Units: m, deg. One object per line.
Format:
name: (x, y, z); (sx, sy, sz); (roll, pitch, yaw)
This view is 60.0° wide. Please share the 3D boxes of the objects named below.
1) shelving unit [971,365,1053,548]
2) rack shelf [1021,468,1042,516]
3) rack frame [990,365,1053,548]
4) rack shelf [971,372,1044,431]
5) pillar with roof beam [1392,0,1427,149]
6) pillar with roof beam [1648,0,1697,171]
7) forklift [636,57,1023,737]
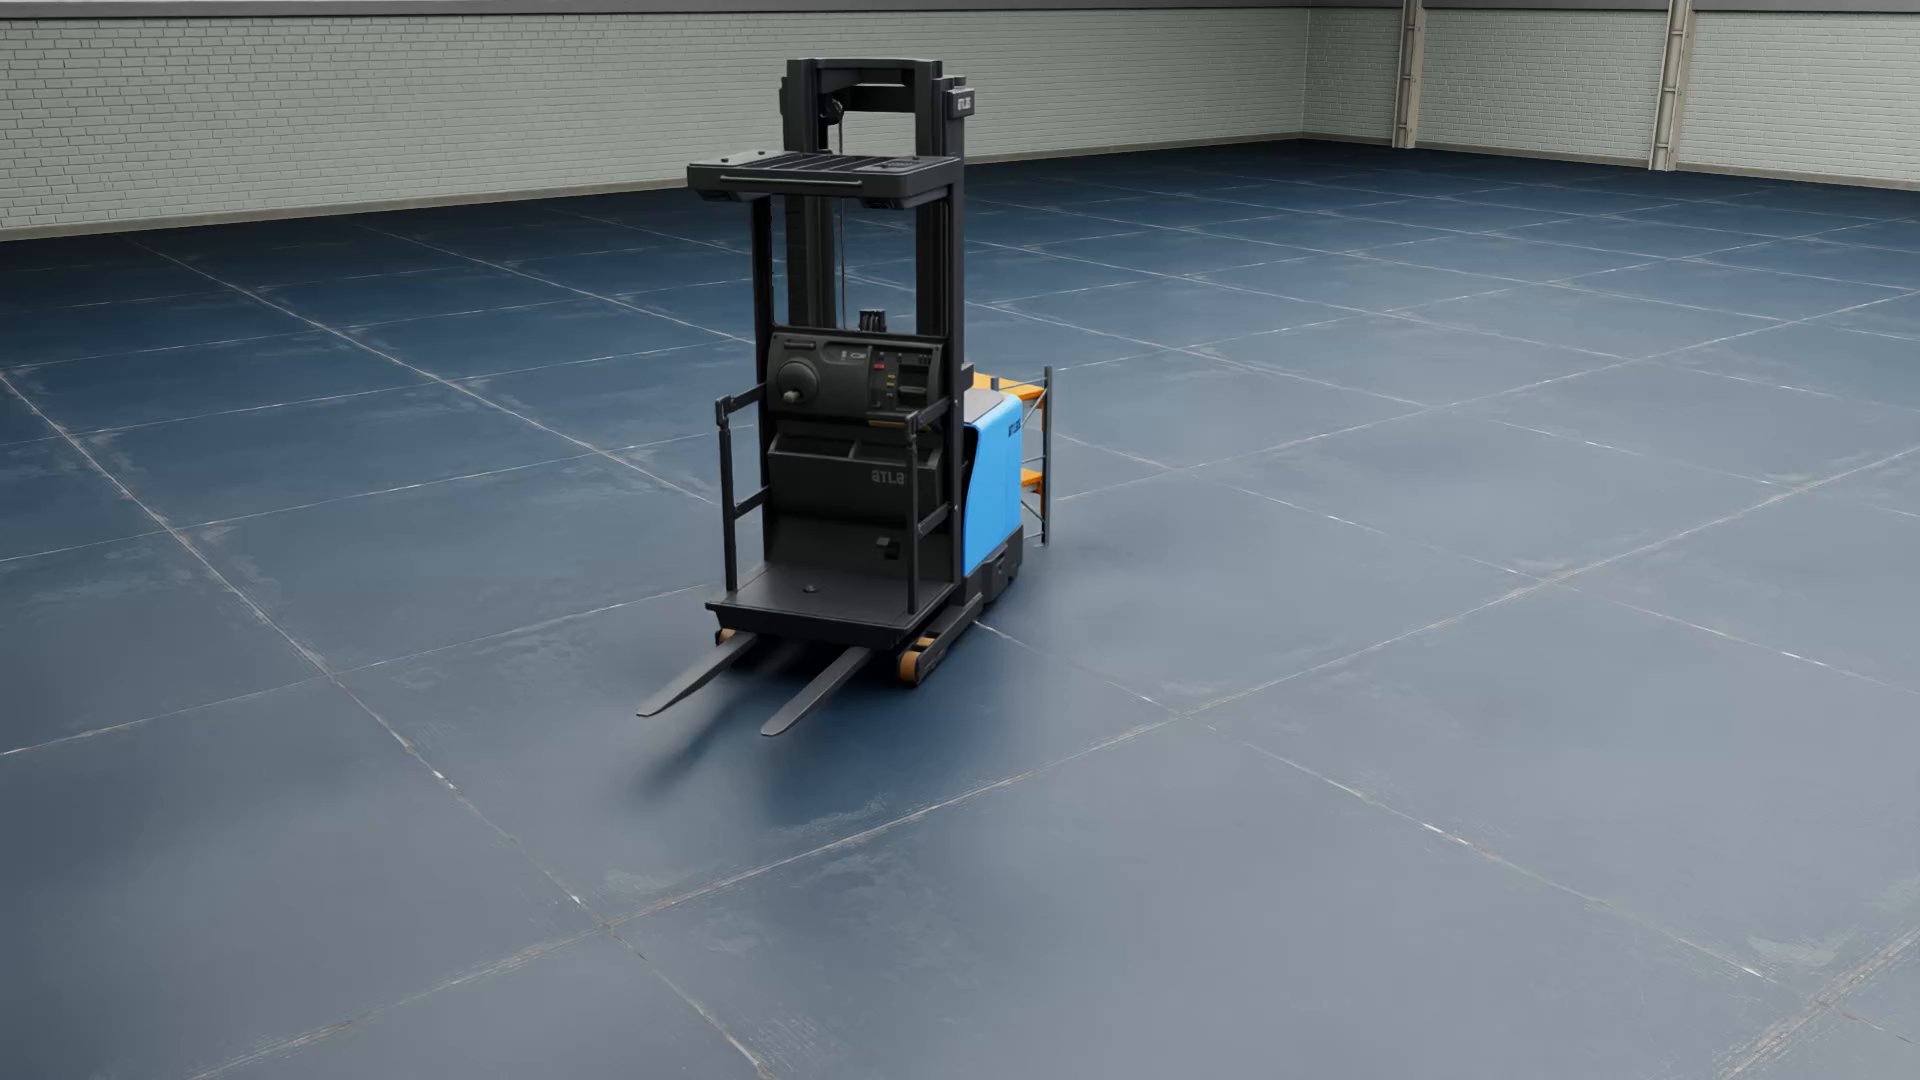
shelving unit: (0.010, -0.573, 10.304); (0.538, 1.125, 1.048); (-17, 25, -41)
rack shelf: (0.010, -0.341, 10.381); (0.538, 0.278, 1.000); (-17, 25, -41)
rack frame: (0.365, -0.459, 9.958); (0.500, 1.125, 0.032); (-17, 25, -41)
rack shelf: (0.010, -0.851, 10.212); (0.538, 0.278, 1.000); (-17, 25, -41)
pillar with roof beam: (6.252, -11.952, 32.141); (9.100, 9.000, 0.400); (-14, 23, -36)
pillar with roof beam: (9.978, -10.473, 27.676); (9.100, 9.000, 0.400); (-14, 23, -36)
forklift: (-0.606, -0.824, 8.187); (1.130, 2.935, 3.031); (6, 19, 19)
